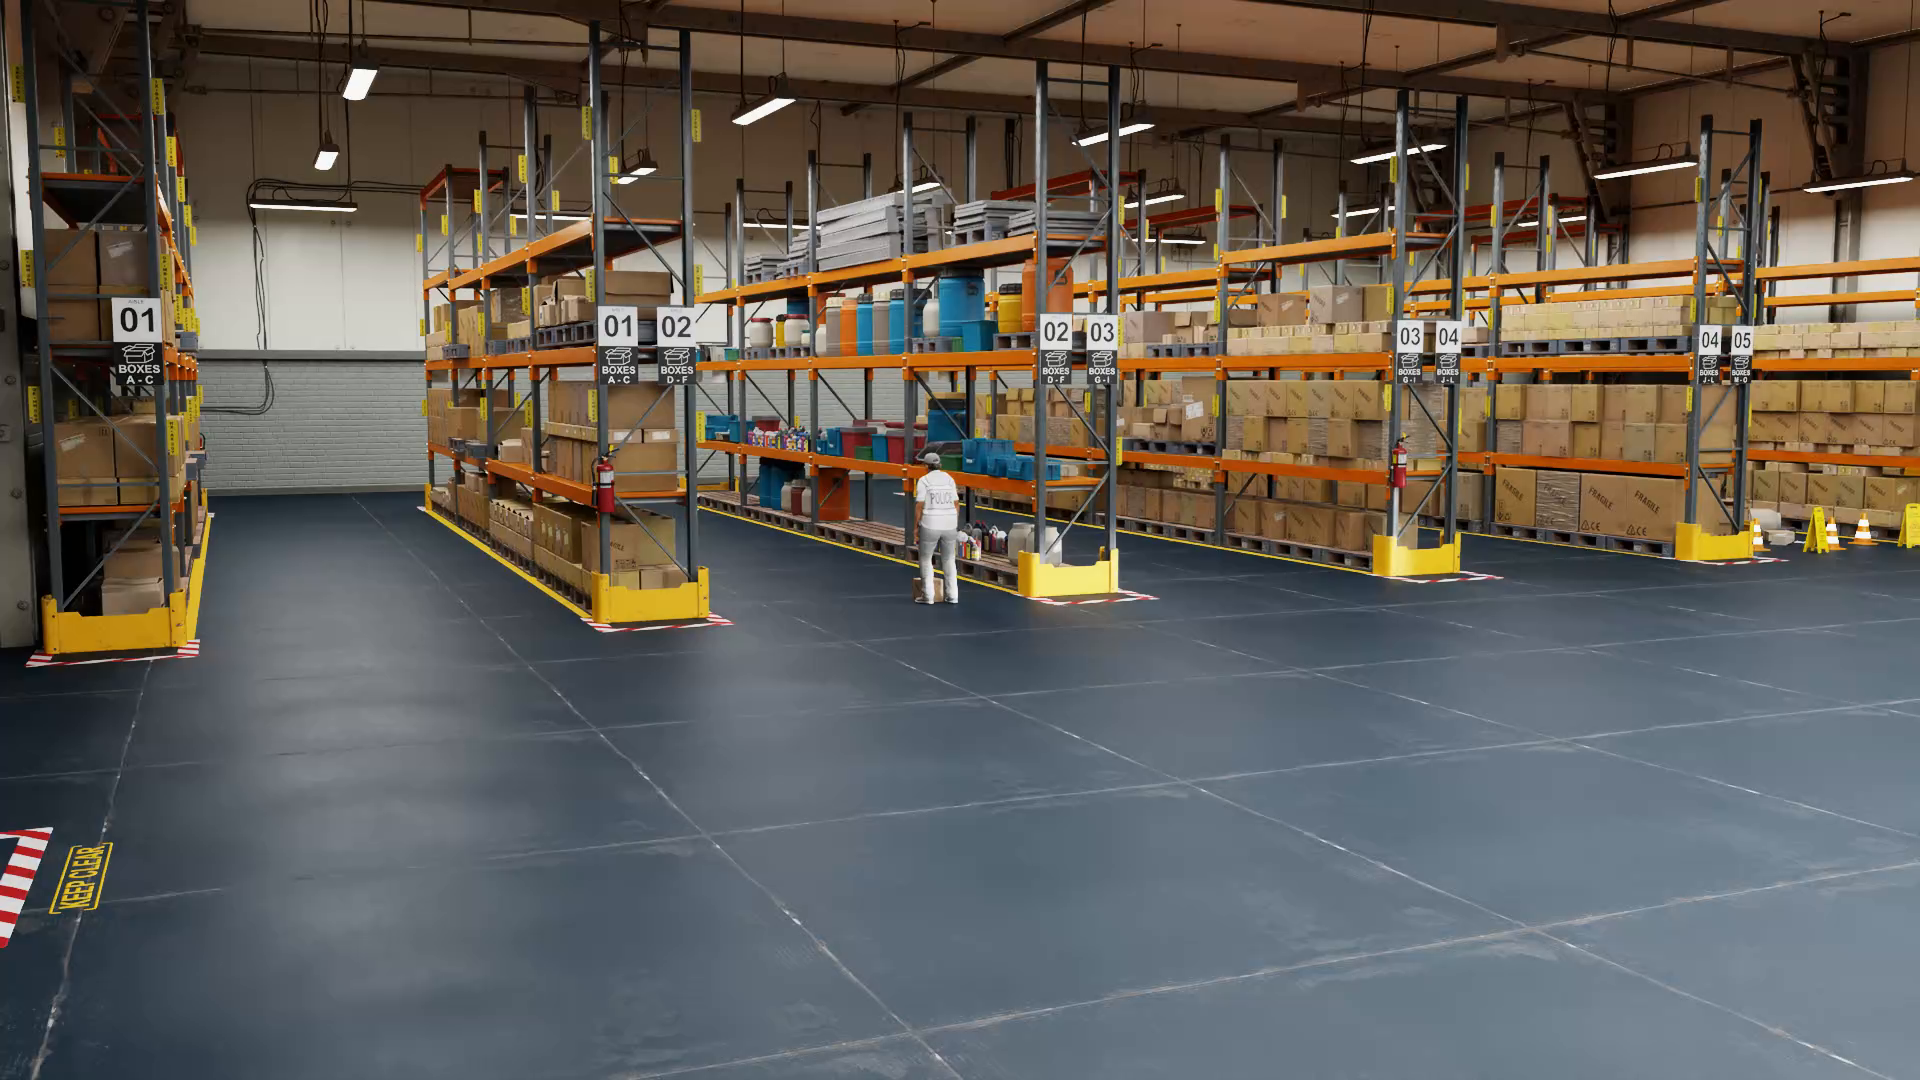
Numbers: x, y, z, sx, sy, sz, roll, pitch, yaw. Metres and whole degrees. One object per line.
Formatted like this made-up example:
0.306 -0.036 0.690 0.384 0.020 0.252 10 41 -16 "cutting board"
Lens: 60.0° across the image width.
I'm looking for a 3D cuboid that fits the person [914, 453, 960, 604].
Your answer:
-0.259 -0.127 18.293 0.538 1.666 0.465 -2 6 -23 "person"
